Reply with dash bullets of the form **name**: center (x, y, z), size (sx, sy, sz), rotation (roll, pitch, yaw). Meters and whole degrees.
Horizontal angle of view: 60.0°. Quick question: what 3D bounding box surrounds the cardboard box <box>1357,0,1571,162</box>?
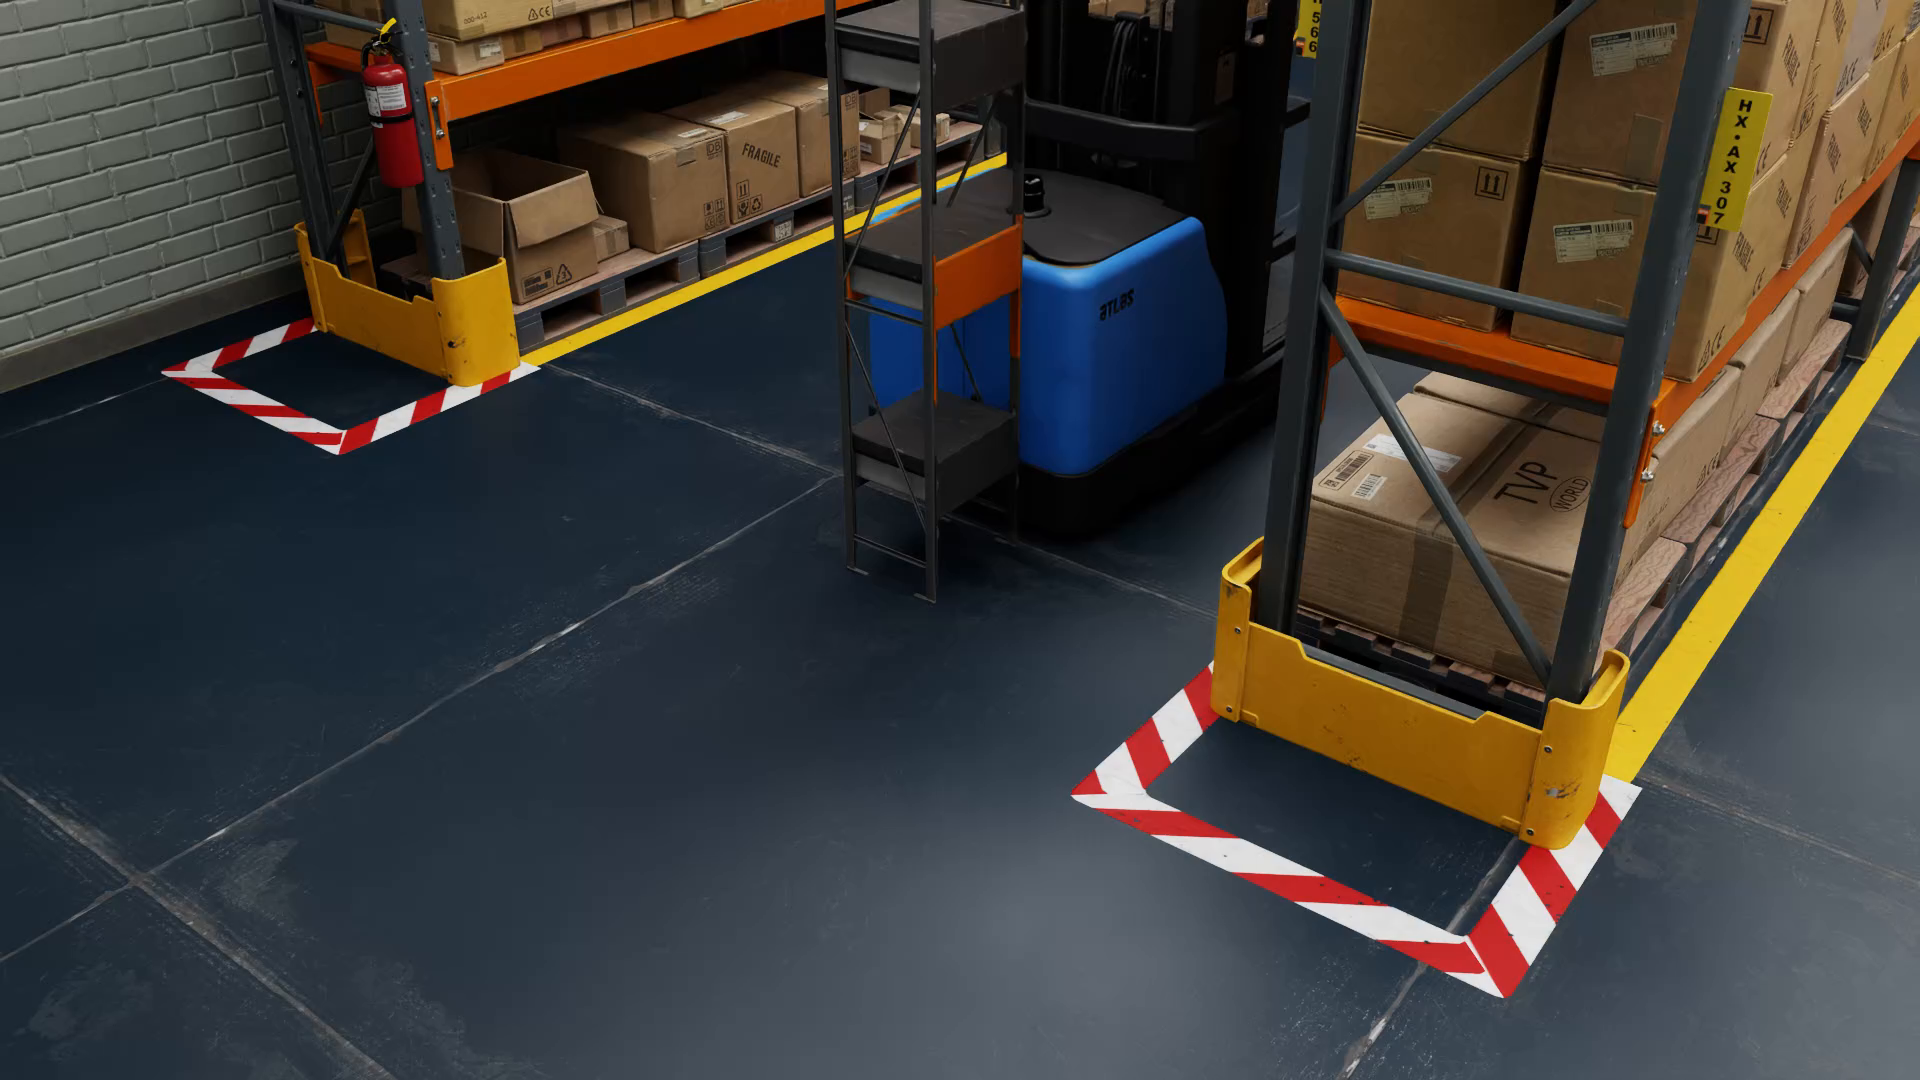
- **cardboard box**: center (1.463, -1.392, 4.578), size (0.500, 0.500, 0.500), rotation (22, 37, 33)

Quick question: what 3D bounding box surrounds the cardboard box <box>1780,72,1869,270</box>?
- **cardboard box**: center (2.485, -1.215, 5.260), size (0.500, 0.500, 0.500), rotation (21, 37, 31)

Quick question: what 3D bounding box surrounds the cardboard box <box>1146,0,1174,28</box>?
- **cardboard box**: center (1.224, -3.664, 11.531), size (0.500, 0.500, 0.500), rotation (20, 36, 30)

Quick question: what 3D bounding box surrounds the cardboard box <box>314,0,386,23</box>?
- **cardboard box**: center (-2.532, -2.508, 7.395), size (0.500, 0.250, 0.500), rotation (22, 37, 33)

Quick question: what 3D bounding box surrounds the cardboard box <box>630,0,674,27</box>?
- **cardboard box**: center (-1.576, -2.546, 7.850), size (0.380, 0.149, 0.250), rotation (22, 37, 32)

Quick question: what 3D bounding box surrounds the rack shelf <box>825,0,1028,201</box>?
- **rack shelf**: center (-0.100, -1.426, 5.251), size (0.431, 0.518, 0.480), rotation (21, 37, 31)

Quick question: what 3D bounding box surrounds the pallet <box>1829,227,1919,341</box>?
- **pallet**: center (4.182, -1.413, 8.427), size (1.003, 0.211, 1.213), rotation (21, 37, 31)

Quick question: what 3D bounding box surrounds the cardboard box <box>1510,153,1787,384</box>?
- **cardboard box**: center (1.880, -0.799, 4.559), size (0.500, 0.500, 0.500), rotation (21, 36, 31)

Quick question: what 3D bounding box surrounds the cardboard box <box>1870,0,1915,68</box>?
- **cardboard box**: center (2.790, -1.857, 5.363), size (0.500, 0.500, 0.500), rotation (21, 37, 31)

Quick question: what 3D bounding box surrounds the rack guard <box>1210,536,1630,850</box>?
- **rack guard**: center (1.347, 0.435, 5.025), size (1.175, 0.500, 0.348), rotation (21, 37, 31)

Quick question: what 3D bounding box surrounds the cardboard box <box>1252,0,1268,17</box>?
- **cardboard box**: center (2.147, -4.295, 12.595), size (0.500, 0.500, 0.500), rotation (22, 37, 33)

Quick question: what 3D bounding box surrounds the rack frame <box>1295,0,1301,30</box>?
- **rack frame**: center (2.231, -5.428, 12.466), size (1.000, 3.000, 0.127), rotation (21, 37, 31)

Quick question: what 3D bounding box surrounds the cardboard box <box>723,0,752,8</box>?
- **cardboard box**: center (-1.221, -2.739, 8.175), size (0.380, 0.149, 0.250), rotation (22, 37, 32)

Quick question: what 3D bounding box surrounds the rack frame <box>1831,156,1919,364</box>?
- **rack frame**: center (3.776, -2.276, 7.148), size (1.000, 3.000, 0.127), rotation (21, 37, 31)

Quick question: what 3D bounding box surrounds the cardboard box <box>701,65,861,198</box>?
- **cardboard box**: center (-0.980, -2.258, 9.158), size (0.700, 0.500, 0.500), rotation (20, 36, 30)

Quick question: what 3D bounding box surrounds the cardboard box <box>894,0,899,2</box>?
- **cardboard box**: center (-0.191, -3.424, 10.490), size (0.380, 0.149, 0.250), rotation (20, 36, 29)

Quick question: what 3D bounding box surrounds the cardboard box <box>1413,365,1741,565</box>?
- **cardboard box**: center (2.226, -0.402, 6.087), size (0.875, 0.438, 0.875), rotation (22, 37, 33)

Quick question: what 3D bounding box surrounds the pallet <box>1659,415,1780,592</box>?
- **pallet**: center (2.519, -0.293, 6.537), size (1.003, 0.211, 1.213), rotation (21, 37, 31)

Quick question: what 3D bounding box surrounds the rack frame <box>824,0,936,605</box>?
- **rack frame**: center (-0.247, -0.737, 5.434), size (0.400, 2.100, 0.015), rotation (21, 37, 31)

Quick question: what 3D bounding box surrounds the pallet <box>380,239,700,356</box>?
- **pallet**: center (-2.072, -1.331, 8.290), size (1.003, 0.211, 1.213), rotation (21, 37, 31)

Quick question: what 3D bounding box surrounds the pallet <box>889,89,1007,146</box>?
- **pallet**: center (0.277, -2.944, 11.011), size (1.003, 0.211, 1.213), rotation (21, 37, 31)

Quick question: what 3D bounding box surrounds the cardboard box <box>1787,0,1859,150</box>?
- **cardboard box**: center (2.185, -1.442, 4.663), size (0.500, 0.500, 0.500), rotation (20, 36, 30)

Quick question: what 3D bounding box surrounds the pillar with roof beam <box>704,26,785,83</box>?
- **pillar with roof beam**: center (2.110, -5.052, 5.948), size (9.100, 9.000, 0.400), rotation (21, 37, 31)

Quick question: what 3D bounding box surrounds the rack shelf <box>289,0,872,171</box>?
- **rack shelf**: center (-1.391, -2.679, 8.534), size (1.077, 0.370, 4.000), rotation (21, 37, 31)

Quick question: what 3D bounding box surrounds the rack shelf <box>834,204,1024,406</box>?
- **rack shelf**: center (-0.100, -0.824, 5.608), size (0.431, 0.518, 0.480), rotation (21, 37, 31)

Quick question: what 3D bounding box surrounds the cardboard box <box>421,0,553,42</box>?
- **cardboard box**: center (-2.109, -2.341, 7.113), size (0.500, 0.250, 0.500), rotation (21, 37, 32)

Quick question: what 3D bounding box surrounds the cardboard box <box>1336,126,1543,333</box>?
- **cardboard box**: center (1.442, -0.970, 4.847), size (0.500, 0.500, 0.500), rotation (21, 37, 32)

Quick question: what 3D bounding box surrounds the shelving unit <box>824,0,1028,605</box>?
- **shelving unit**: center (-0.100, -0.836, 5.601), size (0.431, 2.100, 0.503), rotation (21, 37, 31)

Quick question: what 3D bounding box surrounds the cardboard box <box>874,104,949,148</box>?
- **cardboard box**: center (-0.286, -2.439, 9.808), size (0.380, 0.149, 0.250), rotation (20, 36, 30)

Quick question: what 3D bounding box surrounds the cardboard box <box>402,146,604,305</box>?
- **cardboard box**: center (-2.153, -1.502, 7.879), size (0.797, 0.503, 0.637), rotation (20, 36, 29)

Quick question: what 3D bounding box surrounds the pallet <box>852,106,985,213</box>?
- **pallet**: center (-0.599, -2.323, 9.963), size (1.003, 0.211, 1.213), rotation (21, 37, 31)

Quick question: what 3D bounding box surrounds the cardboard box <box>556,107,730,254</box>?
- **cardboard box**: center (-1.606, -1.836, 8.446), size (0.700, 0.500, 0.500), rotation (23, 38, 33)

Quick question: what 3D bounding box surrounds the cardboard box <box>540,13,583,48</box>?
- **cardboard box**: center (-1.933, -2.352, 7.523), size (0.380, 0.149, 0.250), rotation (21, 36, 31)

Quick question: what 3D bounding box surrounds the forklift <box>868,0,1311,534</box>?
- **forklift**: center (0.943, -1.971, 6.702), size (1.130, 2.935, 3.031), rotation (22, 37, 32)

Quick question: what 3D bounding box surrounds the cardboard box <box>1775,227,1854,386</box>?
- **cardboard box**: center (3.312, -1.132, 7.319), size (0.875, 0.438, 0.875), rotation (21, 36, 31)

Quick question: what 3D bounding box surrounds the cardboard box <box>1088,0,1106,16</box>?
- **cardboard box**: center (0.602, -3.254, 10.838), size (0.500, 0.500, 0.500), rotation (21, 36, 31)

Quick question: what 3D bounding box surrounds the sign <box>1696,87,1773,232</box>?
- **sign**: center (1.800, -0.883, 3.871), size (0.100, 0.325, 0.005), rotation (21, 37, 31)

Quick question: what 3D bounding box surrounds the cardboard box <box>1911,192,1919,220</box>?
- **cardboard box**: center (4.626, -2.188, 8.673), size (0.875, 0.875, 0.875), rotation (22, 37, 33)

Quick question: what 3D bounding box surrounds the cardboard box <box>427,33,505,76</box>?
- **cardboard box**: center (-2.181, -2.117, 7.126), size (0.380, 0.149, 0.250), rotation (21, 36, 31)

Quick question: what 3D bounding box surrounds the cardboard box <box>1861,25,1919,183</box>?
- **cardboard box**: center (3.102, -1.632, 5.963), size (0.500, 0.500, 0.500), rotation (21, 36, 31)
